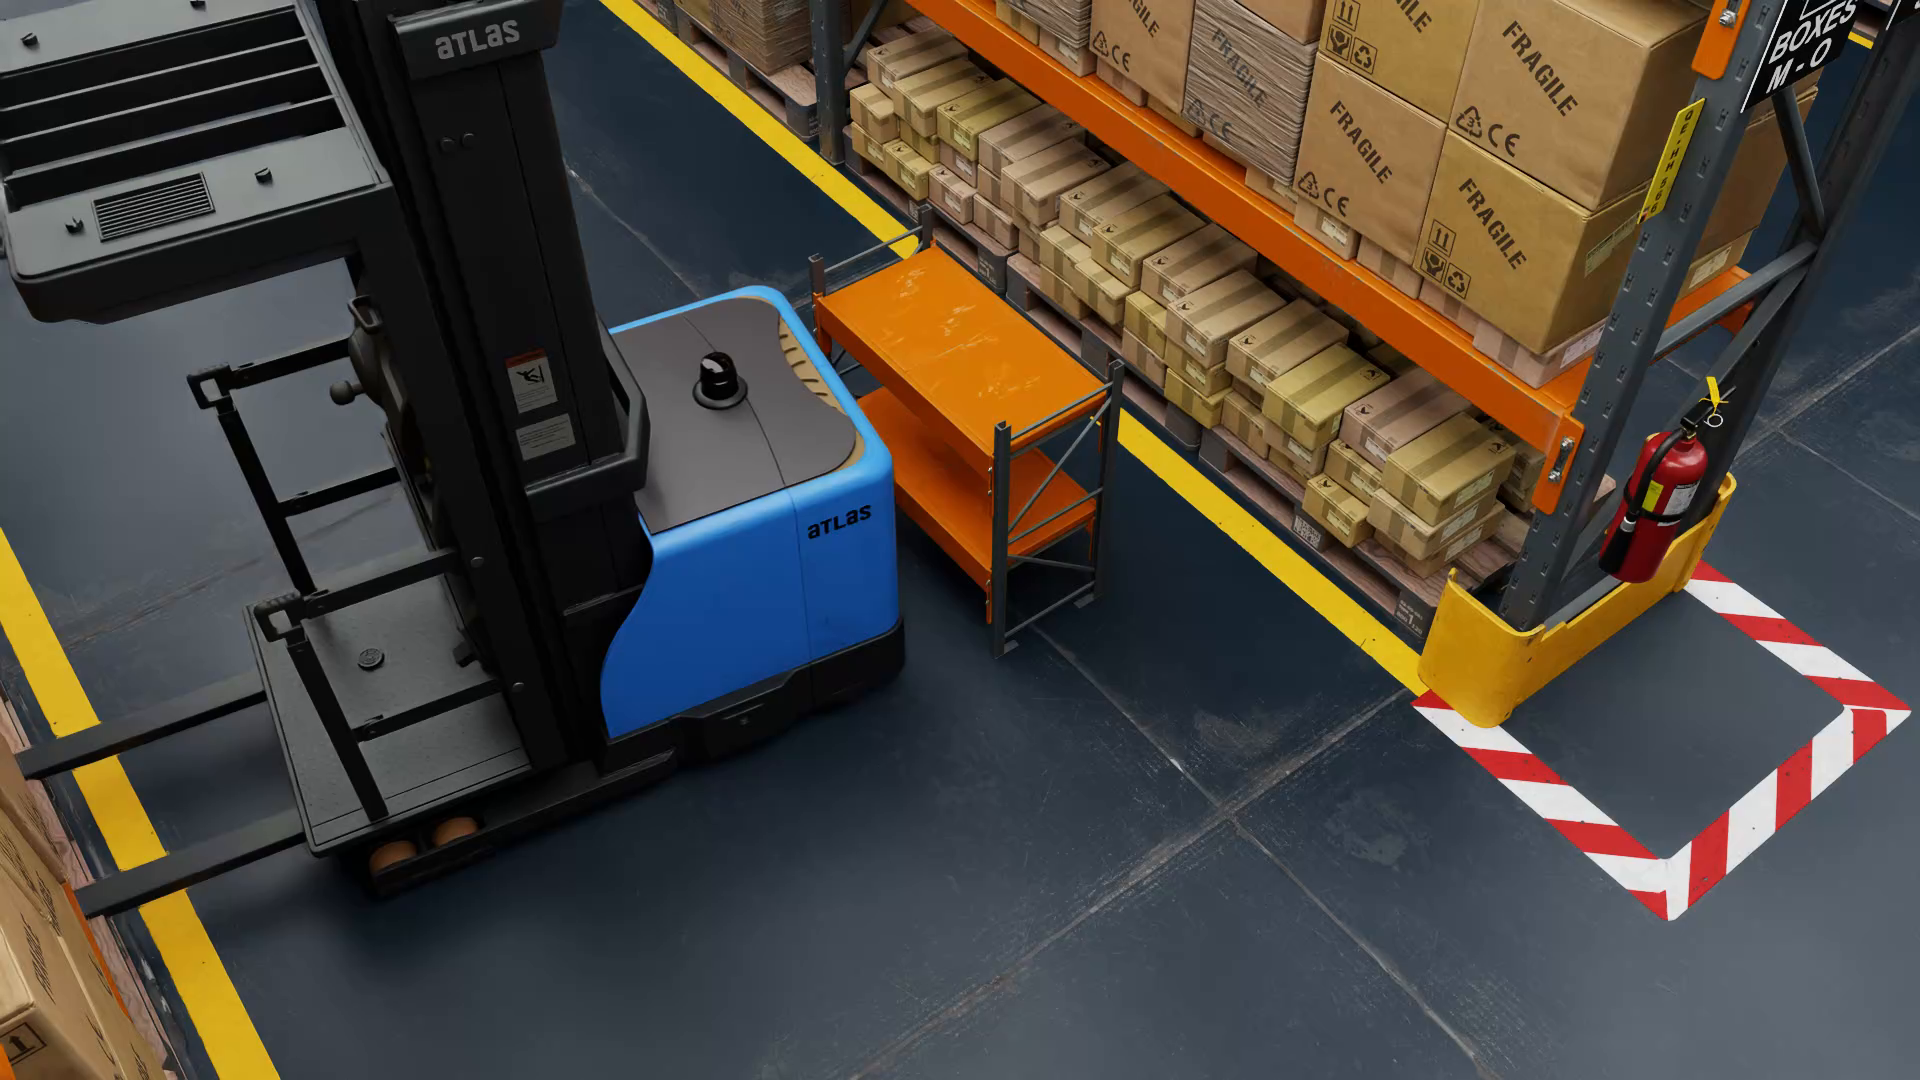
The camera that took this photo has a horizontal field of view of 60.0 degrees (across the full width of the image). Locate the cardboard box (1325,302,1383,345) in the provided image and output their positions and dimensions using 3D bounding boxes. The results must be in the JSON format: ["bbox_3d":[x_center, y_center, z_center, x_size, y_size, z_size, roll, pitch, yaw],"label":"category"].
[{"bbox_3d":[1.615,-0.933,6.310,0.380,0.149,0.250,-32,55,-26],"label":"cardboard box"}]

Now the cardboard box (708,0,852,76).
[{"bbox_3d":[-0.880,-2.648,8.029,0.500,0.500,0.500,-30,55,-25],"label":"cardboard box"}]

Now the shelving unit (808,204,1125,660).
[{"bbox_3d":[0.004,-0.374,5.830,0.538,1.125,1.048,-29,54,-24],"label":"shelving unit"}]

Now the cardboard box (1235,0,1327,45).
[{"bbox_3d":[1.087,-1.893,4.998,0.500,0.500,0.500,-27,53,-22],"label":"cardboard box"}]

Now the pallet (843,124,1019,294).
[{"bbox_3d":[0.204,-1.706,7.654,1.003,0.211,1.213,-29,54,-24],"label":"pallet"}]

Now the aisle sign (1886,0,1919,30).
[{"bbox_3d":[2.474,-1.629,3.947,0.394,0.787,0.004,-29,54,-24],"label":"aisle sign"}]

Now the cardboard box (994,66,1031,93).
[{"bbox_3d":[0.378,-2.180,7.441,0.380,0.149,0.250,-29,54,-24],"label":"cardboard box"}]

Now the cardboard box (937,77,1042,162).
[{"bbox_3d":[0.125,-1.794,7.091,0.380,0.149,0.250,-30,54,-24],"label":"cardboard box"}]

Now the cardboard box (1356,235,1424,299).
[{"bbox_3d":[1.484,-0.950,5.256,0.380,0.149,0.250,-30,54,-24],"label":"cardboard box"}]

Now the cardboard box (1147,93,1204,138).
[{"bbox_3d":[0.885,-1.593,5.840,0.380,0.149,0.250,-29,54,-23],"label":"cardboard box"}]

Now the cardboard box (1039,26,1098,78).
[{"bbox_3d":[0.516,-1.870,6.090,0.380,0.149,0.250,-27,53,-22],"label":"cardboard box"}]

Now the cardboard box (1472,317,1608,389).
[{"bbox_3d":[1.769,-0.645,4.980,0.380,0.149,0.250,-29,54,-24],"label":"cardboard box"}]

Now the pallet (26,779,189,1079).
[{"bbox_3d":[-2.968,1.397,4.841,1.003,0.211,1.213,-29,54,-24],"label":"pallet"}]

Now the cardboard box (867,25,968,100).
[{"bbox_3d":[-0.187,-2.110,7.378,0.380,0.149,0.250,-27,53,-23],"label":"cardboard box"}]

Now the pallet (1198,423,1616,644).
[{"bbox_3d":[1.681,-0.267,6.350,1.003,0.211,1.213,-29,54,-24],"label":"pallet"}]

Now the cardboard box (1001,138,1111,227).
[{"bbox_3d":[0.390,-1.464,6.792,0.380,0.149,0.250,-28,54,-23],"label":"cardboard box"}]

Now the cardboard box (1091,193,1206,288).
[{"bbox_3d":[0.739,-1.177,6.532,0.380,0.149,0.250,-29,54,-24],"label":"cardboard box"}]

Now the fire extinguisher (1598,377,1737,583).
[{"bbox_3d":[1.976,-0.157,4.672,0.296,0.674,0.183,-29,54,-24],"label":"fire extinguisher"}]

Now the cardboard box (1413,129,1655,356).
[{"bbox_3d":[1.714,-0.947,4.816,0.500,0.500,0.500,-28,54,-23],"label":"cardboard box"}]

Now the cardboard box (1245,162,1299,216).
[{"bbox_3d":[1.175,-1.258,5.536,0.380,0.149,0.250,-32,55,-25],"label":"cardboard box"}]

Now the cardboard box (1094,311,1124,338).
[{"bbox_3d":[0.772,-0.980,6.755,0.380,0.149,0.250,-28,54,-23],"label":"cardboard box"}]

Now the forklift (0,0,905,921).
[{"bbox_3d":[-1.741,-0.331,4.572,3.031,2.935,1.130,-21,51,-18],"label":"forklift"}]

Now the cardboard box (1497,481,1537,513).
[{"bbox_3d":[2.128,-0.300,6.138,0.380,0.149,0.250,-28,54,-23],"label":"cardboard box"}]

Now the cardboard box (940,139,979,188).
[{"bbox_3d":[0.135,-1.712,7.218,0.380,0.149,0.250,-30,54,-24],"label":"cardboard box"}]

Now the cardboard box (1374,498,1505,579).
[{"bbox_3d":[1.706,-0.065,5.925,0.380,0.149,0.250,-29,54,-23],"label":"cardboard box"}]

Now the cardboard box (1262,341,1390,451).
[{"bbox_3d":[1.304,-0.516,5.932,0.380,0.149,0.250,-31,55,-25],"label":"cardboard box"}]

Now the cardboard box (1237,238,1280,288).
[{"bbox_3d":[1.236,-1.118,6.679,0.380,0.149,0.250,-27,53,-22],"label":"cardboard box"}]

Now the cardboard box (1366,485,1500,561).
[{"bbox_3d":[1.644,-0.131,5.784,0.380,0.149,0.250,-31,55,-25],"label":"cardboard box"}]

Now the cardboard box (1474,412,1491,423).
[{"bbox_3d":[1.957,-0.559,6.172,0.380,0.149,0.250,-30,54,-24],"label":"cardboard box"}]

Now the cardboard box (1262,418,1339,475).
[{"bbox_3d":[1.328,-0.436,6.061,0.380,0.149,0.250,-32,55,-25],"label":"cardboard box"}]

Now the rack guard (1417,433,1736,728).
[{"bbox_3d":[2.145,0.130,5.794,1.175,0.500,0.348,-29,54,-24],"label":"rack guard"}]

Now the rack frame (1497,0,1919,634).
[{"bbox_3d":[2.191,-0.664,4.828,1.000,3.000,0.127,-29,54,-24],"label":"rack frame"}]

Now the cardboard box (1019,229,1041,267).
[{"bbox_3d":[0.471,-1.297,7.042,0.380,0.149,0.250,-32,55,-25],"label":"cardboard box"}]

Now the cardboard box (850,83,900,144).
[{"bbox_3d":[-0.266,-1.949,7.432,0.380,0.149,0.250,-27,53,-22],"label":"cardboard box"}]

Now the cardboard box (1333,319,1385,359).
[{"bbox_3d":[1.670,-0.863,6.448,0.380,0.149,0.250,-28,54,-23],"label":"cardboard box"}]

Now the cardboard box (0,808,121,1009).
[{"bbox_3d":[-2.078,0.885,3.356,0.500,0.500,0.500,-30,54,-24],"label":"cardboard box"}]

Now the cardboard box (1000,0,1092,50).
[{"bbox_3d":[0.450,-2.150,5.906,0.500,0.500,0.500,-31,55,-25],"label":"cardboard box"}]

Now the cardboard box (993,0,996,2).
[{"bbox_3d":[0.259,-2.209,6.398,0.380,0.149,0.250,-32,55,-25],"label":"cardboard box"}]

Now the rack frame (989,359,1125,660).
[{"bbox_3d":[0.312,-0.074,5.558,0.500,1.125,0.032,-29,54,-24],"label":"rack frame"}]

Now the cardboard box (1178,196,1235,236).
[{"bbox_3d":[1.103,-1.381,6.717,0.380,0.149,0.250,-29,54,-24],"label":"cardboard box"}]

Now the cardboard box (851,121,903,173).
[{"bbox_3d":[-0.266,-1.847,7.541,0.380,0.149,0.250,-32,55,-25],"label":"cardboard box"}]

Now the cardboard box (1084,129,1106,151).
[{"bbox_3d":[0.629,-1.849,7.141,0.380,0.149,0.250,-28,54,-23],"label":"cardboard box"}]

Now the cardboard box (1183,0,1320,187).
[{"bbox_3d":[1.092,-1.548,5.360,0.500,0.500,0.500,-29,54,-24],"label":"cardboard box"}]

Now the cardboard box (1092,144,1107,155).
[{"bbox_3d":[0.637,-1.767,7.267,0.380,0.149,0.250,-29,54,-24],"label":"cardboard box"}]

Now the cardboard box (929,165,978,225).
[{"bbox_3d":[0.087,-1.567,7.287,0.380,0.149,0.250,-30,54,-24],"label":"cardboard box"}]

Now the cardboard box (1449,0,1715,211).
[{"bbox_3d":[1.716,-1.292,4.453,0.500,0.500,0.500,-30,55,-25],"label":"cardboard box"}]

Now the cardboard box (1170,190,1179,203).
[{"bbox_3d":[0.953,-1.459,6.988,0.380,0.149,0.250,-32,55,-26],"label":"cardboard box"}]

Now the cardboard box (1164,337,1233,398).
[{"bbox_3d":[1.004,-0.736,6.333,0.380,0.149,0.250,-29,54,-23],"label":"cardboard box"}]

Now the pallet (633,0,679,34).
[{"bbox_3d":[-1.446,-3.264,9.067,1.003,0.211,1.213,-29,54,-24],"label":"pallet"}]

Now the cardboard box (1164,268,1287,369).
[{"bbox_3d":[0.991,-0.830,6.217,0.380,0.149,0.250,-28,53,-23],"label":"cardboard box"}]

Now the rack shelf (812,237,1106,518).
[{"bbox_3d":[0.004,-0.570,5.613,0.538,0.278,1.000,-29,54,-24],"label":"rack shelf"}]

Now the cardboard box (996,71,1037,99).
[{"bbox_3d":[0.386,-2.109,7.577,0.380,0.149,0.250,-32,55,-26],"label":"cardboard box"}]

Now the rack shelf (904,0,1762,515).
[{"bbox_3d":[0.980,-1.602,6.163,1.077,0.370,4.000,-29,54,-24],"label":"rack shelf"}]

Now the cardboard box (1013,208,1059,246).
[{"bbox_3d":[0.444,-1.379,6.916,0.380,0.149,0.250,-27,53,-22],"label":"cardboard box"}]

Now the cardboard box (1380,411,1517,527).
[{"bbox_3d":[1.669,-0.246,5.688,0.380,0.149,0.250,-29,54,-24],"label":"cardboard box"}]

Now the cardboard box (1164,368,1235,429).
[{"bbox_3d":[1.014,-0.627,6.435,0.380,0.149,0.250,-32,55,-25],"label":"cardboard box"}]

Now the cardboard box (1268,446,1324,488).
[{"bbox_3d":[1.379,-0.365,6.197,0.380,0.149,0.250,-30,54,-24],"label":"cardboard box"}]

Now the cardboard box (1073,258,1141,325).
[{"bbox_3d":[0.675,-1.045,6.613,0.380,0.149,0.250,-29,54,-24],"label":"cardboard box"}]

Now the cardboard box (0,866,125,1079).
[{"bbox_3d":[-1.751,0.836,2.725,0.500,0.500,0.500,-31,55,-25],"label":"cardboard box"}]
